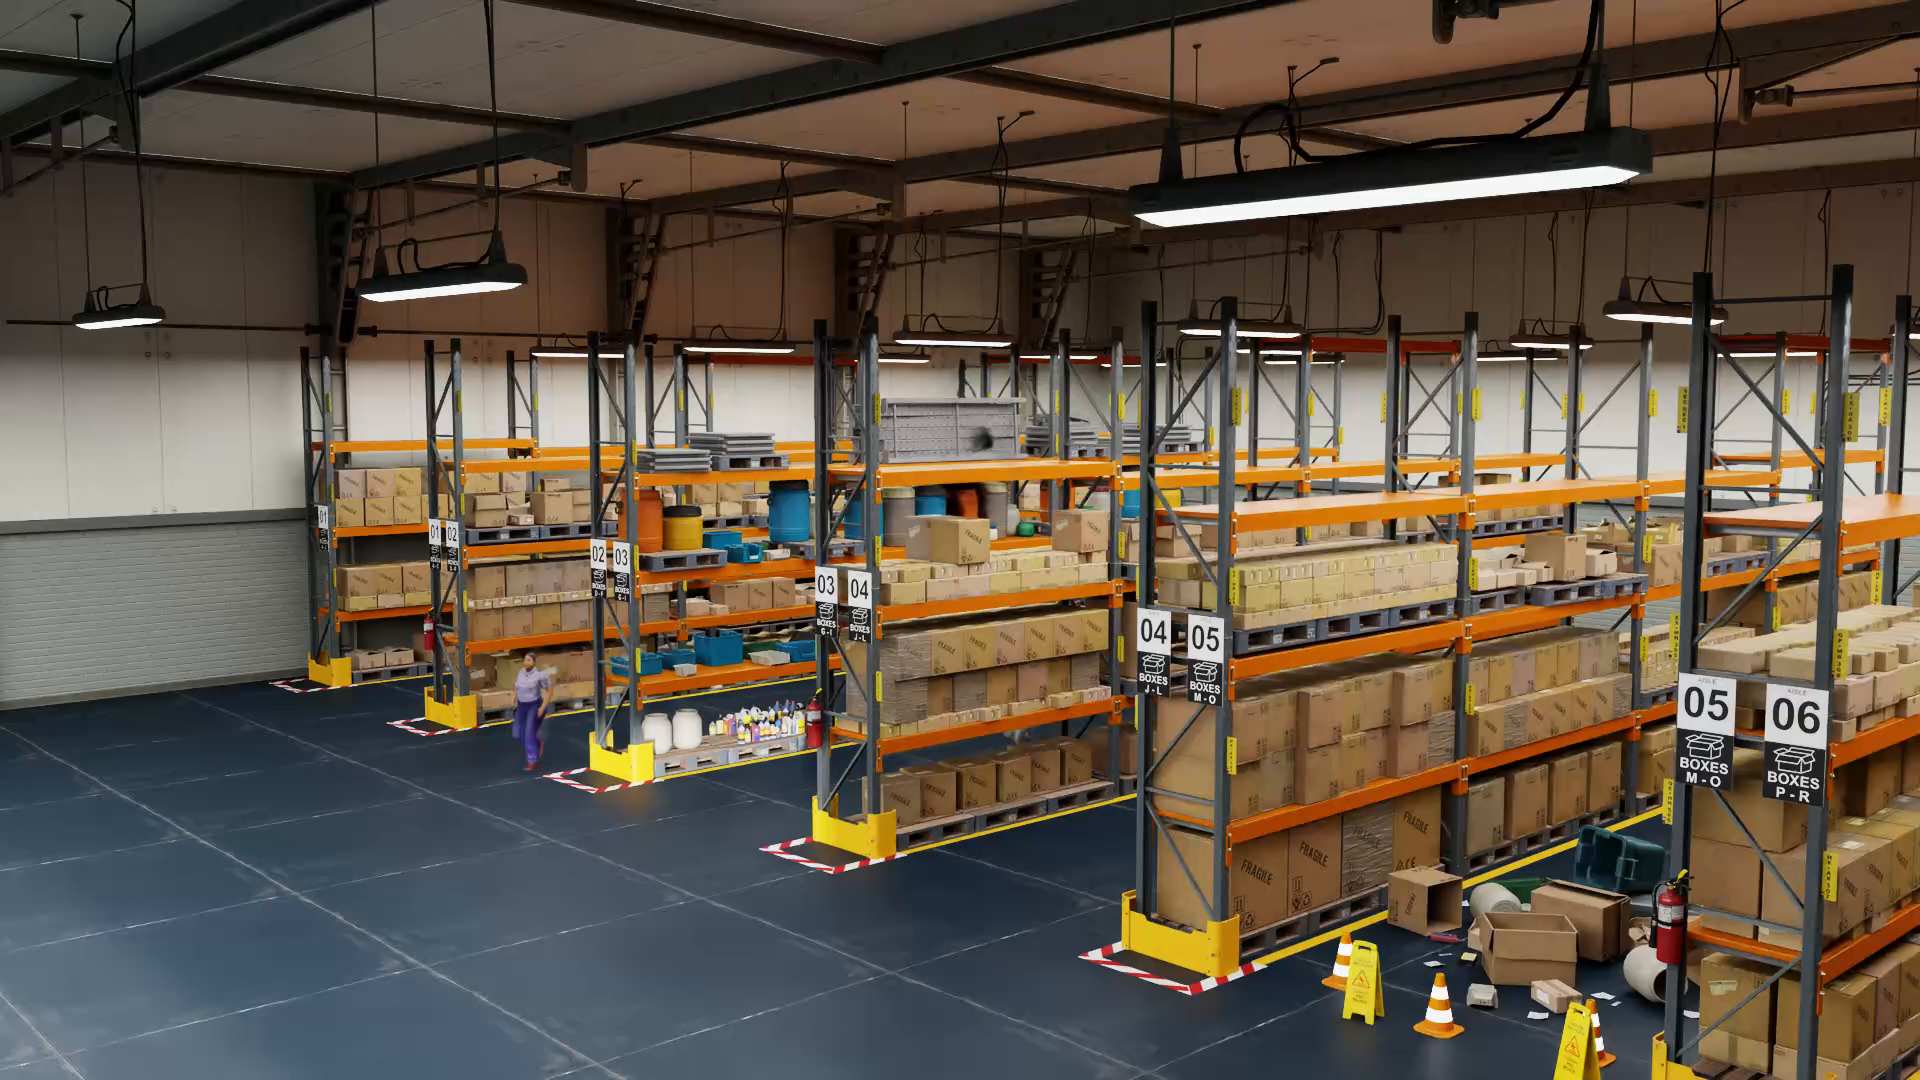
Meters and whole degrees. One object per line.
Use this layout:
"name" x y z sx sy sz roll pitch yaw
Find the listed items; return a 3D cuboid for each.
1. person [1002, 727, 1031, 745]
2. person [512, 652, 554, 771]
"person" 0.870 2.347 23.076 0.616 1.614 0.550 5 7 42
"person" -5.937 2.357 22.991 0.639 1.620 0.482 3 6 26
